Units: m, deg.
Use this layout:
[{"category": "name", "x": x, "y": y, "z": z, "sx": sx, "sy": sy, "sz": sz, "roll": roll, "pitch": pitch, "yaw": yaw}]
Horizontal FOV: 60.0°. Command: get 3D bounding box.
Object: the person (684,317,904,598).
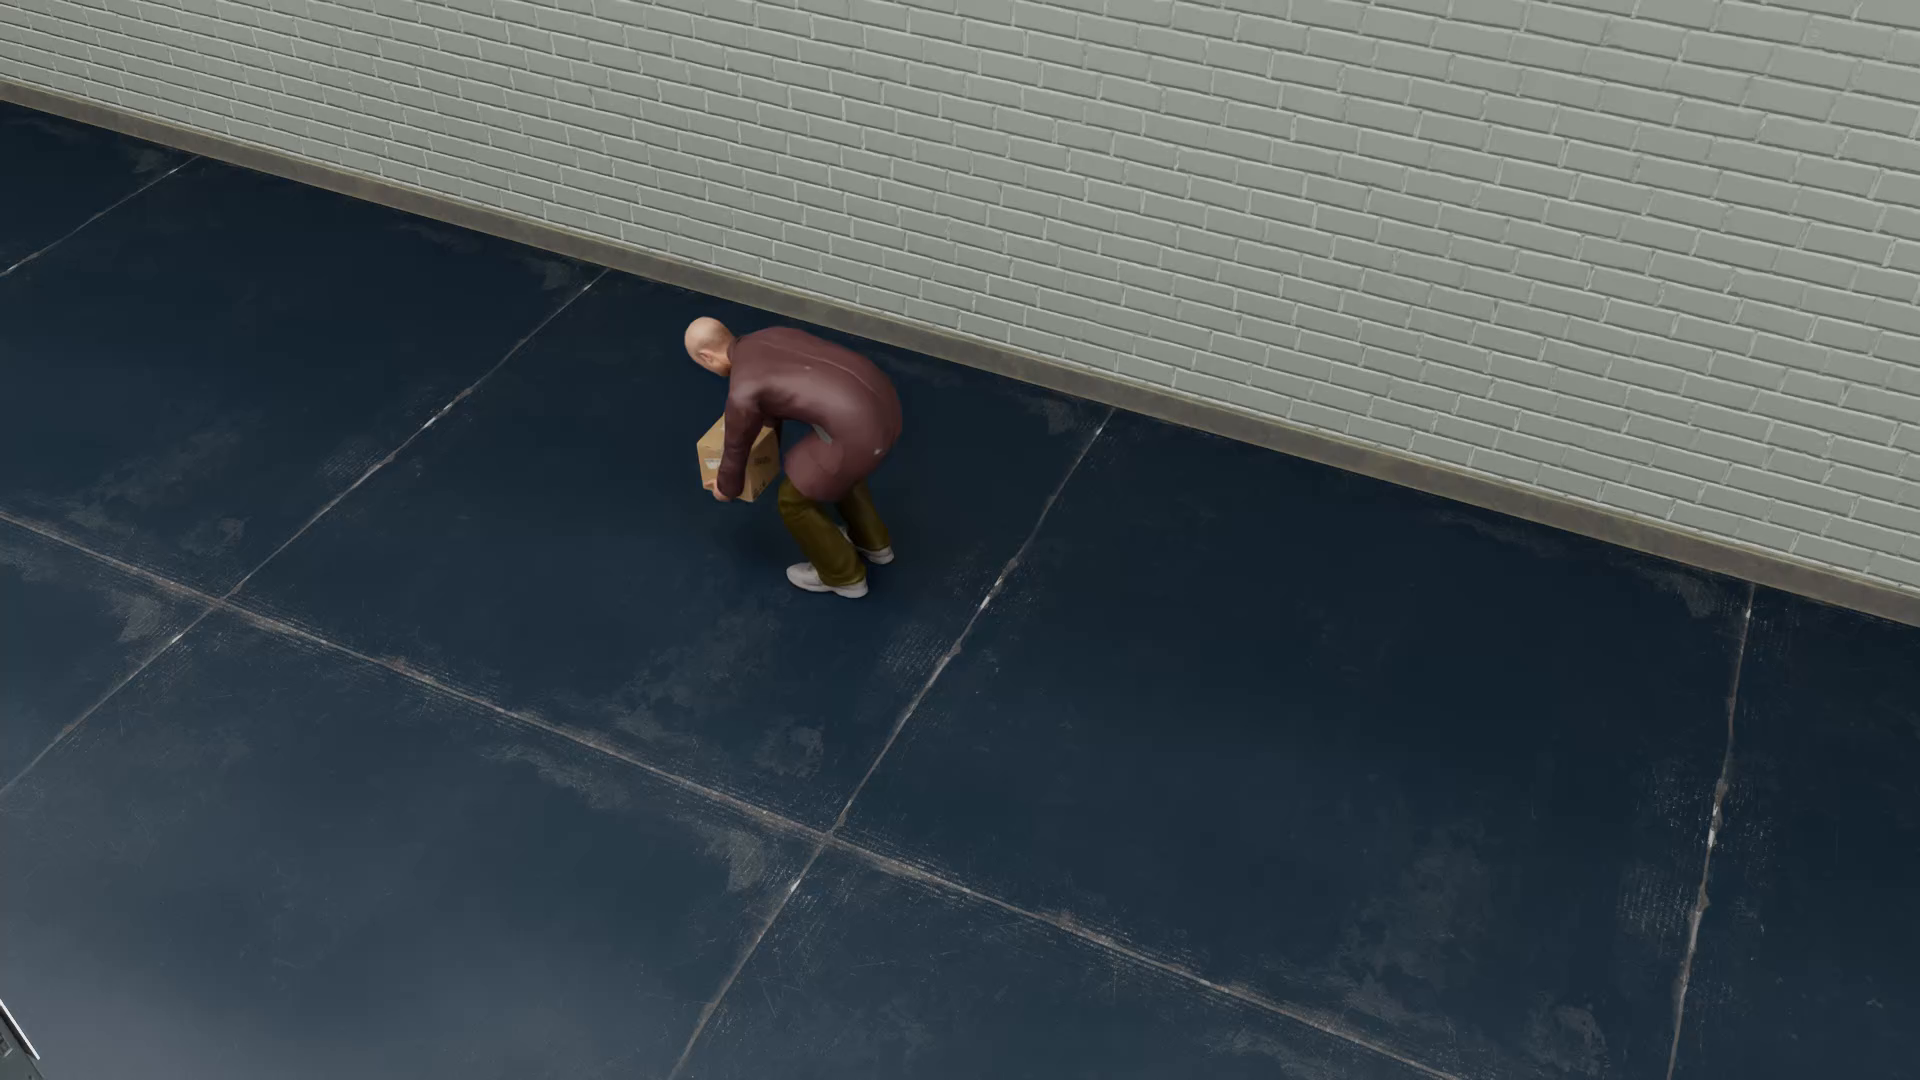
[{"category": "person", "x": -0.687, "y": -0.369, "z": 7.037, "sx": 0.931, "sy": 1.184, "sz": 0.581, "roll": 15, "pitch": 44, "yaw": 17}]
